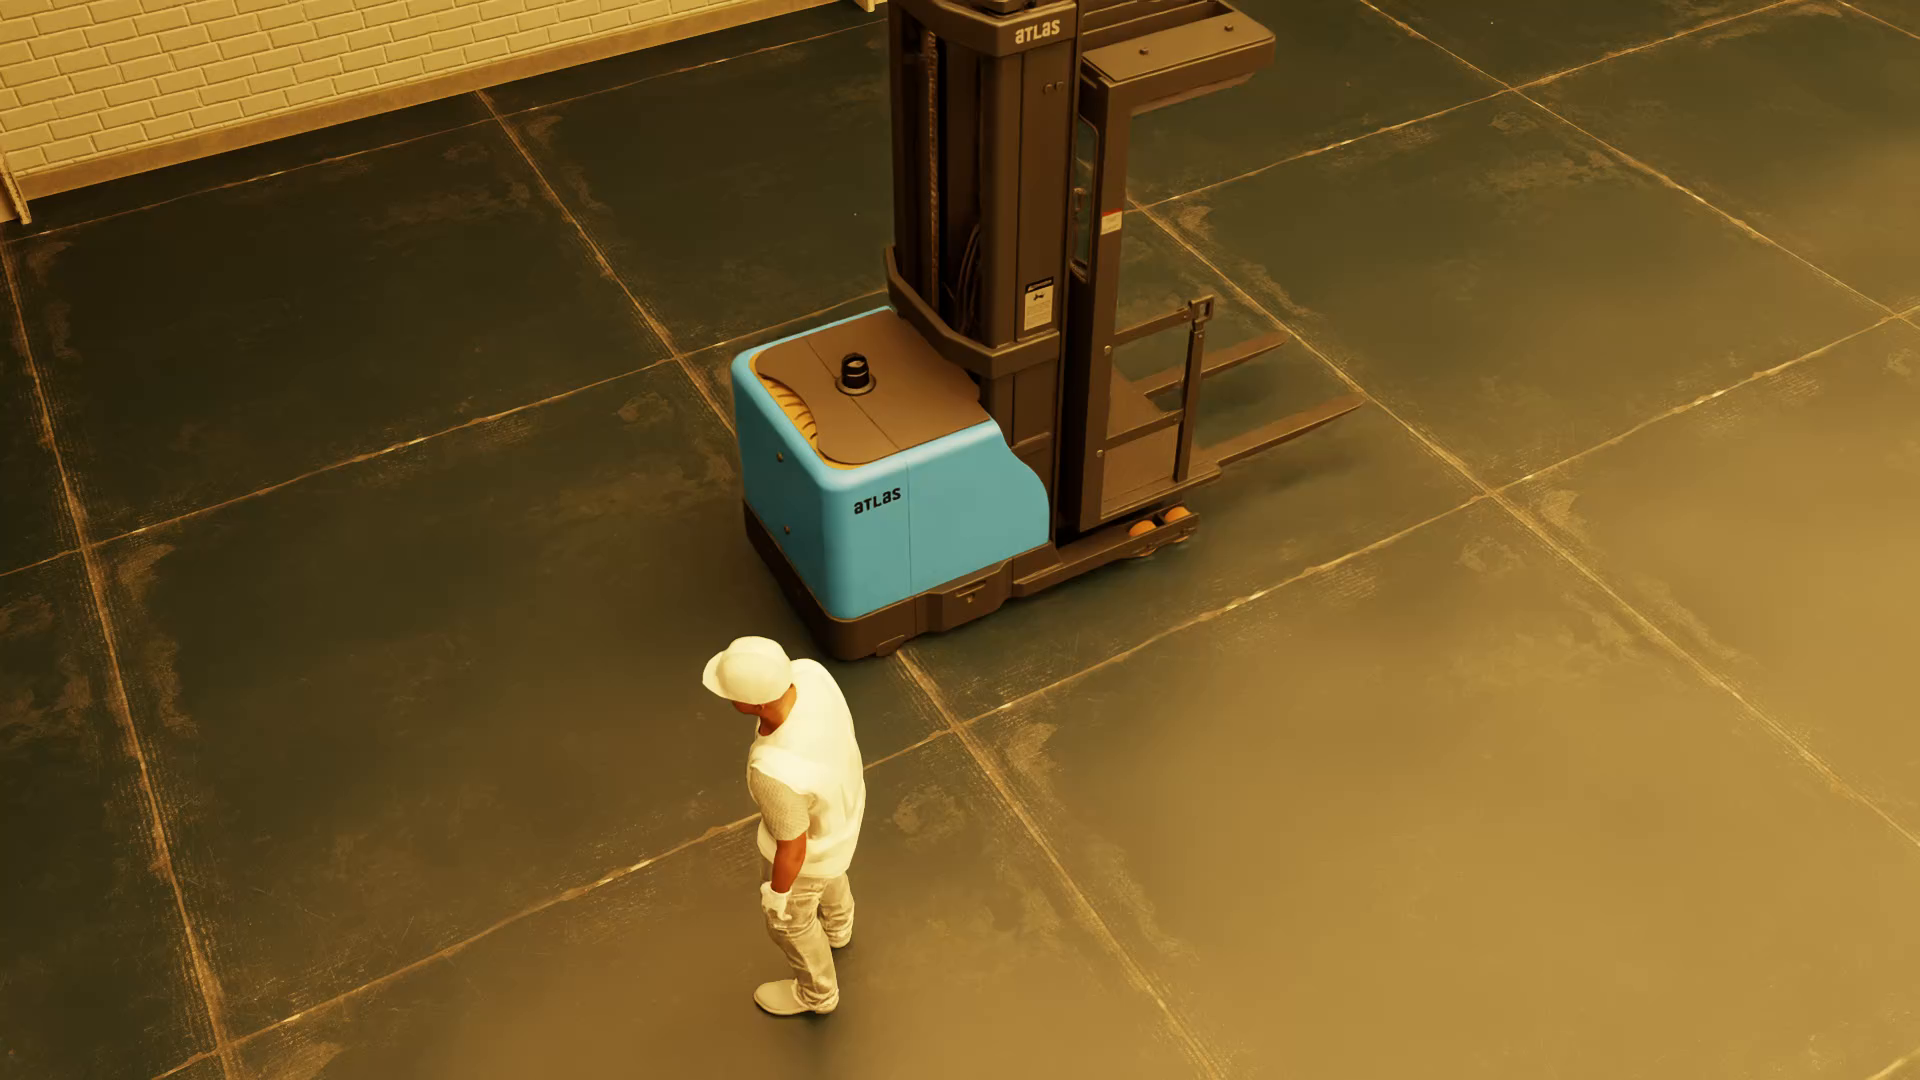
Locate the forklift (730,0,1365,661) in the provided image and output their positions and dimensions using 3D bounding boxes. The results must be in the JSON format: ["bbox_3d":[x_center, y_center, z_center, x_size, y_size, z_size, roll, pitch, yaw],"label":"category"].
[{"bbox_3d":[0.534,-1.292,7.091,3.031,2.935,1.130,-21,47,-21],"label":"forklift"}]

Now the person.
[{"bbox_3d":[-0.546,0.951,5.527,0.453,1.772,0.617,6,43,7],"label":"person"}]
